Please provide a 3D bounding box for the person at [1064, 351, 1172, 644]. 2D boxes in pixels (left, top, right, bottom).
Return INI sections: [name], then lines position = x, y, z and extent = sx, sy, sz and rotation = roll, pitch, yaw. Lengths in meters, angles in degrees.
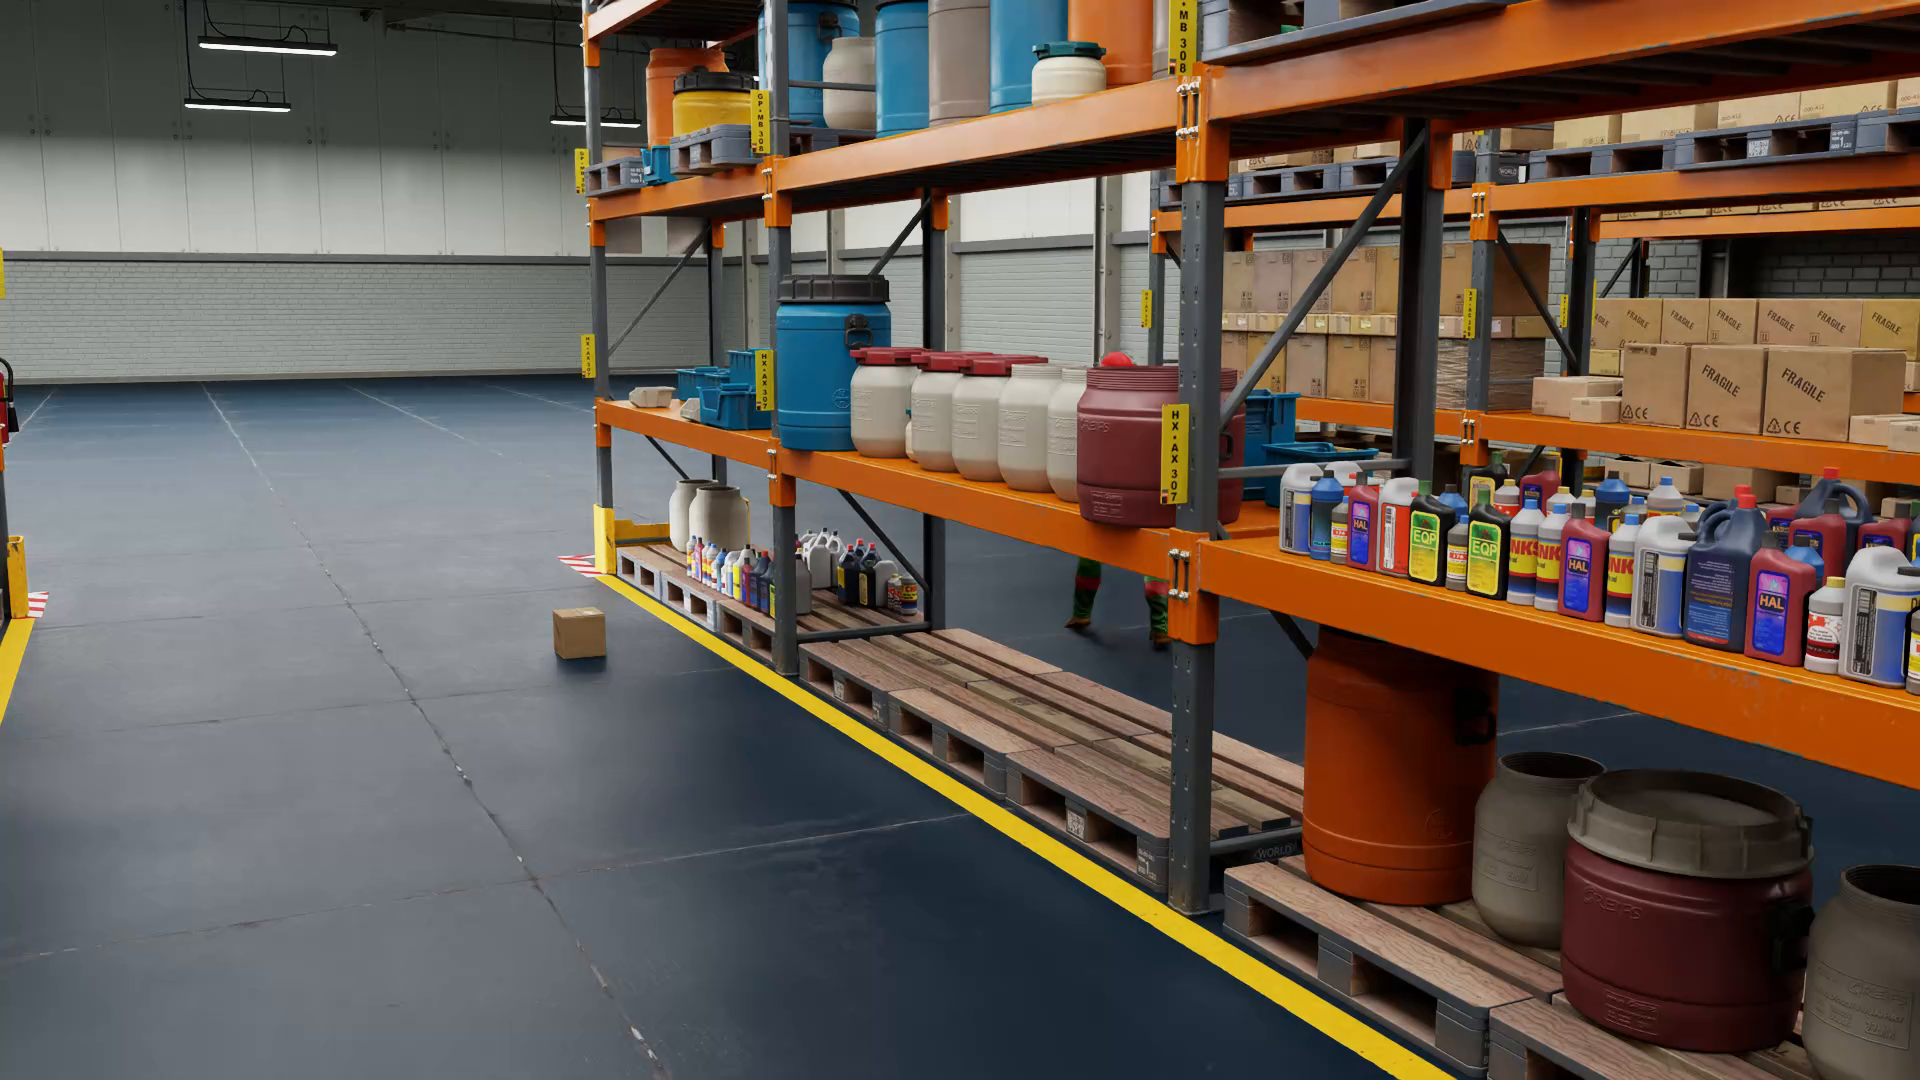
[person]
position = 0.952, -0.258, 10.138
extent = 0.630, 1.777, 0.952
rotation = -3, 9, -19
